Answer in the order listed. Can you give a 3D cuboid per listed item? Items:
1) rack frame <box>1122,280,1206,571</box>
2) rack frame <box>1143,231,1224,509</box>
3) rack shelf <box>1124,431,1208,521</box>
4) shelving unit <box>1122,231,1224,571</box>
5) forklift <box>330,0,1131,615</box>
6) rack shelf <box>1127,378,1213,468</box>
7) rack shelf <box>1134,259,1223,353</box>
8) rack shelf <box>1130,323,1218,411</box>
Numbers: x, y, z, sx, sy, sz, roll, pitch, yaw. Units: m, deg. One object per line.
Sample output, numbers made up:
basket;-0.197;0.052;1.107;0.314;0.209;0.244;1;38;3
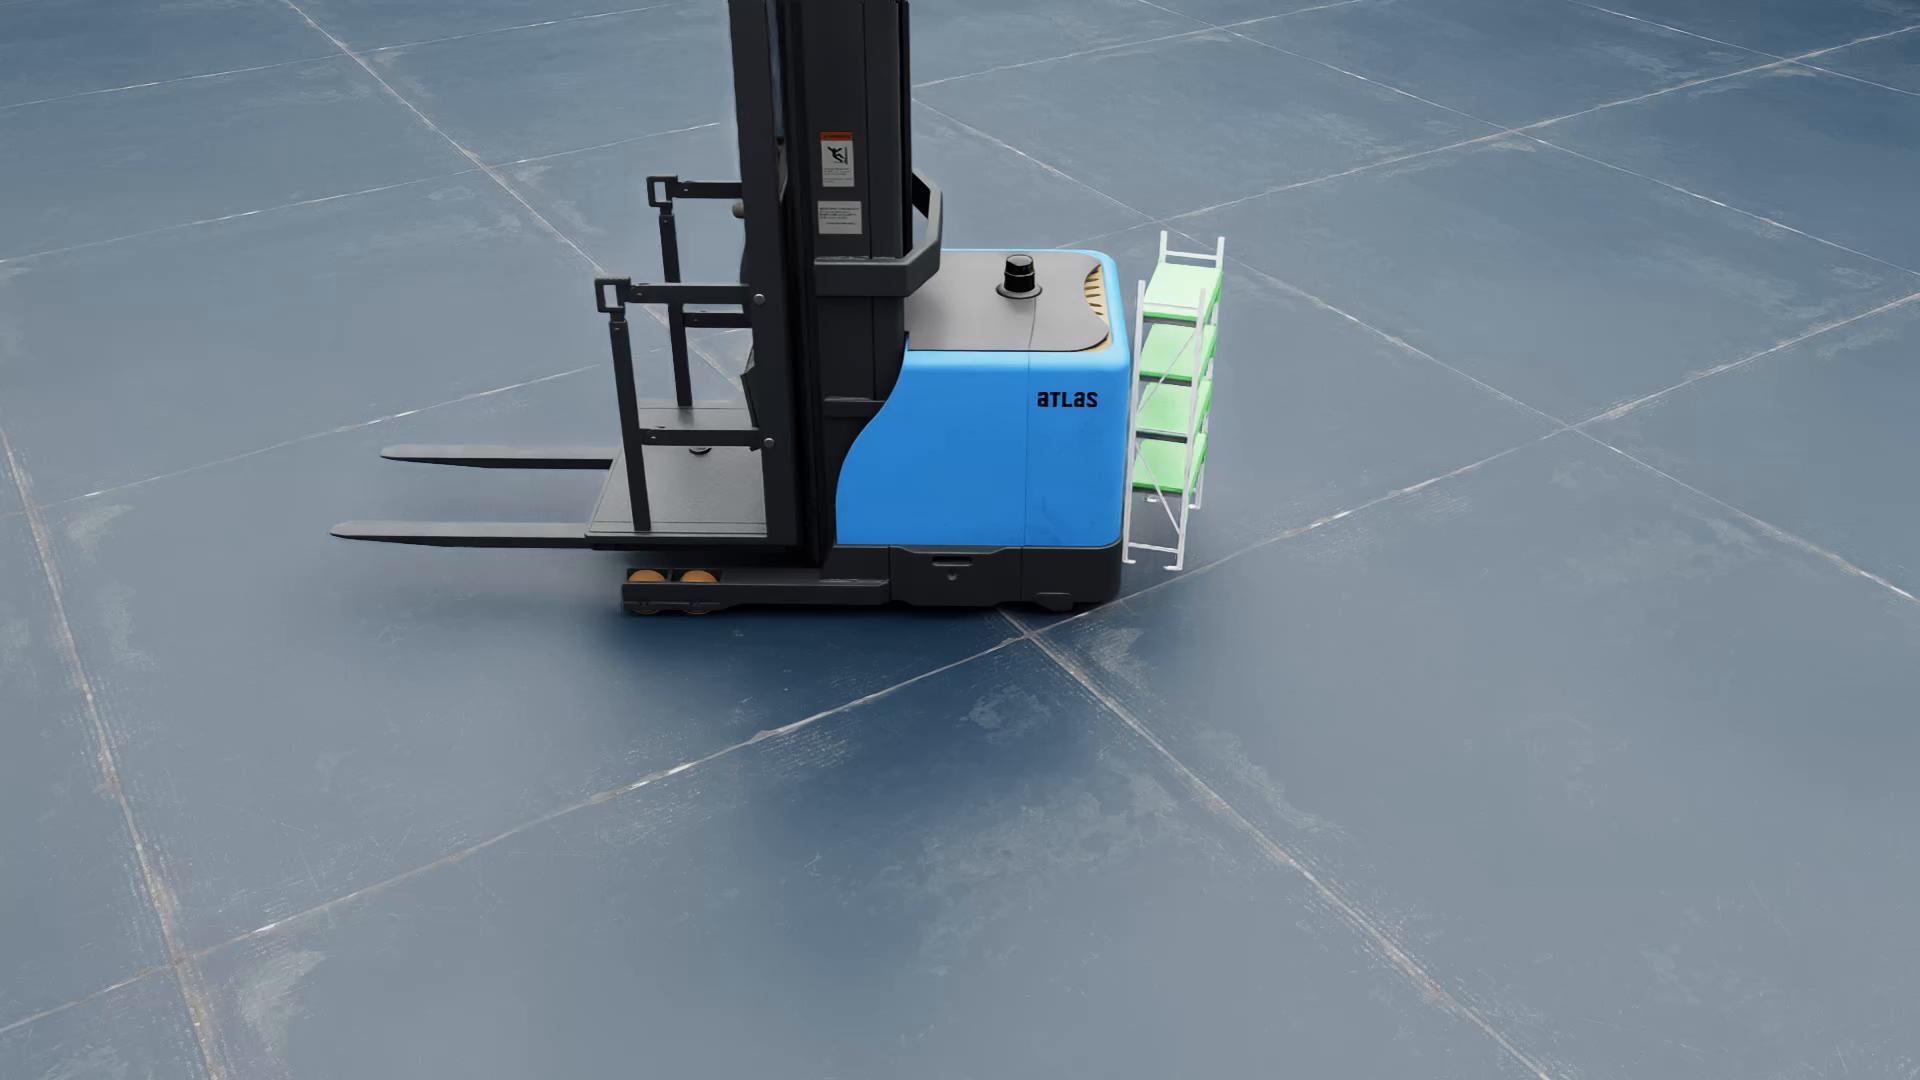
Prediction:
rack frame;0.760;-0.406;6.269;0.240;1.200;0.015;8;33;13
rack frame;0.888;-0.657;6.667;0.240;1.200;0.015;8;33;13
rack shelf;0.824;-0.275;6.630;0.258;0.148;0.480;8;33;13
shelving unit;0.824;-0.532;6.468;0.258;1.200;0.503;8;33;13
forklift;-0.897;-1.238;5.965;3.031;2.935;1.130;1;32;1
rack shelf;0.824;-0.478;6.502;0.258;0.148;0.480;8;33;13
rack shelf;0.824;-0.884;6.246;0.258;0.148;0.480;8;33;13
rack shelf;0.824;-0.681;6.374;0.258;0.148;0.480;8;33;13
